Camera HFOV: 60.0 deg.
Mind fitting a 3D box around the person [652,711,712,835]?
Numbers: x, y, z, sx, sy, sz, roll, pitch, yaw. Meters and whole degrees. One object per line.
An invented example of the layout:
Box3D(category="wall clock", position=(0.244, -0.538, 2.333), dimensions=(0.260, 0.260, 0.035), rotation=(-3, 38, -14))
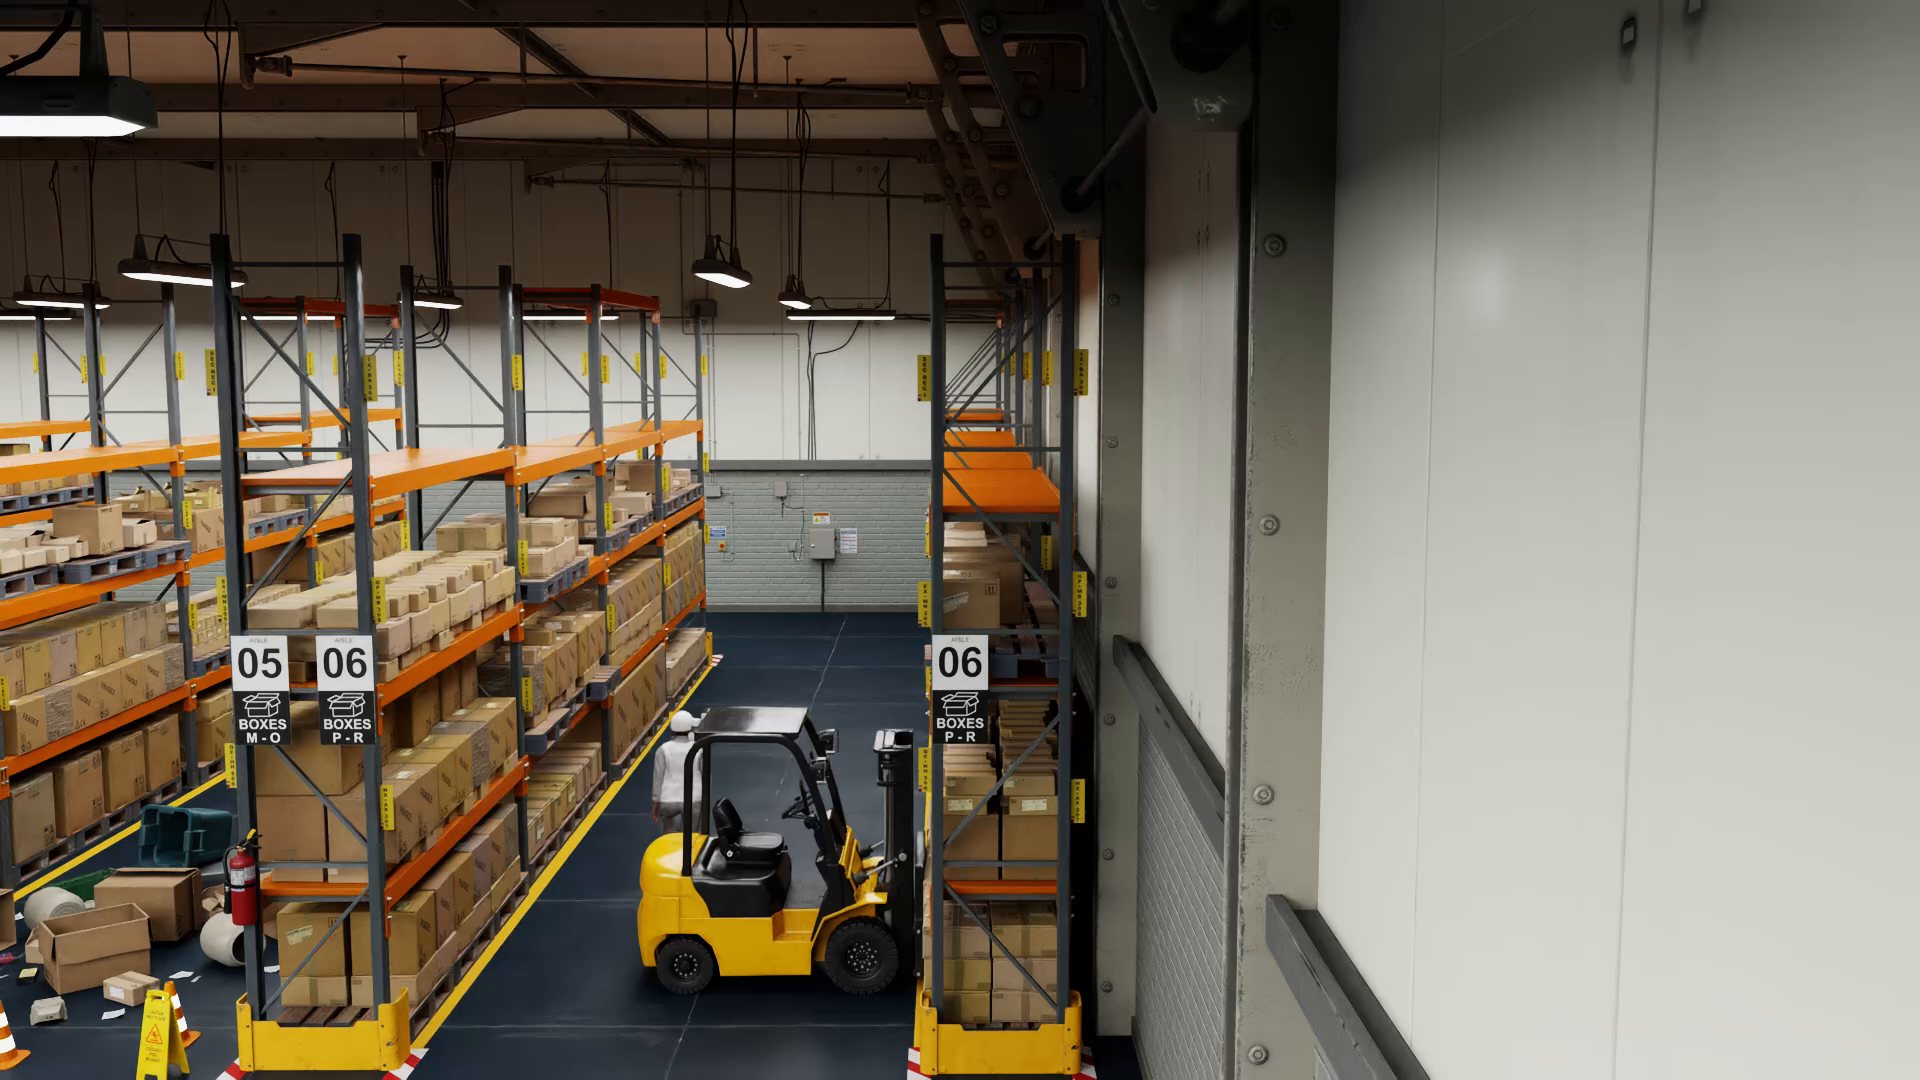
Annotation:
Box3D(category="person", position=(-2.672, 2.507, 16.048), dimensions=(0.569, 1.745, 0.747), rotation=(-1, 6, -6))
